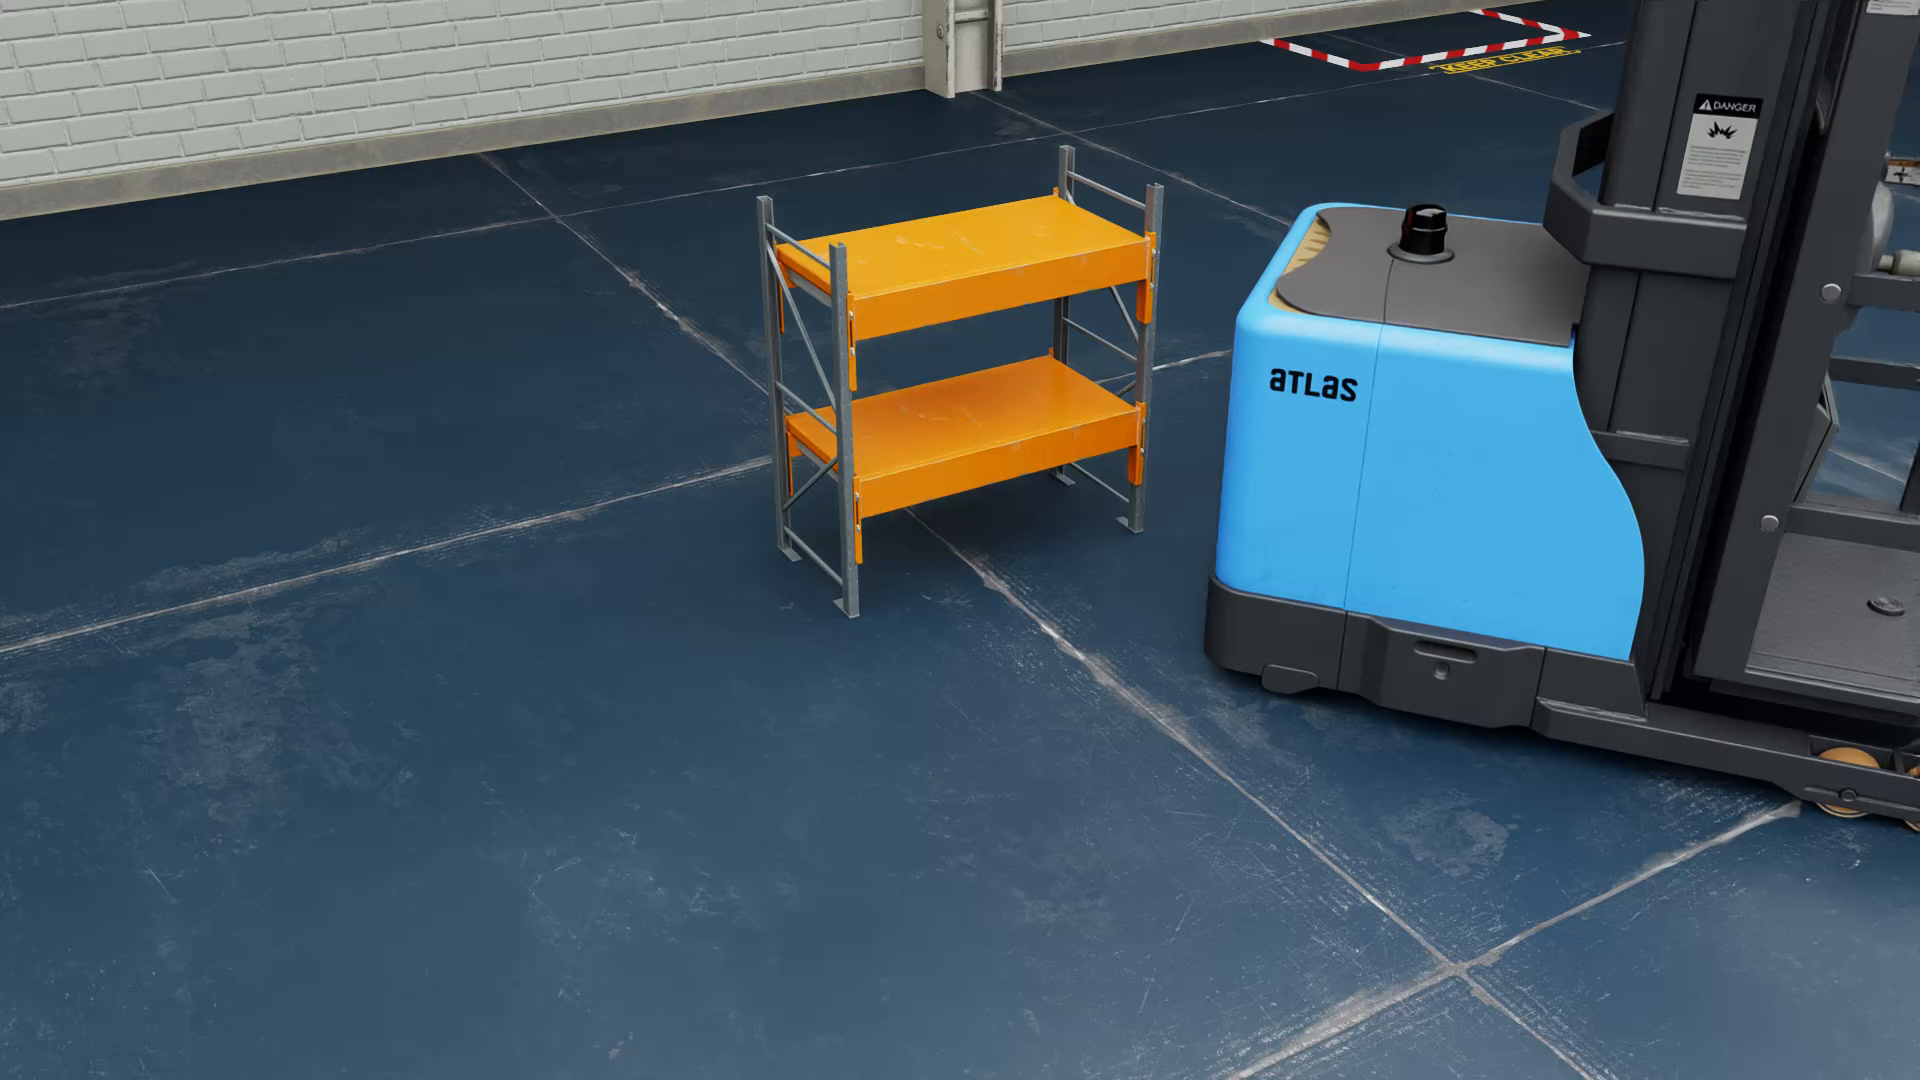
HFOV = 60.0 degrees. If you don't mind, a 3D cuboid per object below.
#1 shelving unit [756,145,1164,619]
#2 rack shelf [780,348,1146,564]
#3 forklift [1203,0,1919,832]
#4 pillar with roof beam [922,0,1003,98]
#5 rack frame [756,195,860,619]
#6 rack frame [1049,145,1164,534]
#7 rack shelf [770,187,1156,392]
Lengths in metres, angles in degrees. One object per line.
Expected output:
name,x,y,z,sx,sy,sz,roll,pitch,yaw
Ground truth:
shelving unit,0.006,-0.494,4.981,1.048,1.125,0.538,-16,33,-26
rack shelf,0.006,-0.280,5.099,1.000,0.278,0.538,-16,33,-26
forklift,2.238,-0.869,3.791,3.031,2.935,1.130,10,30,18
pillar with roof beam,2.196,-4.950,4.905,0.400,9.000,9.100,-16,33,-26
rack frame,-0.432,-0.370,4.756,0.032,1.125,0.500,-16,33,-26
rack frame,0.444,-0.619,5.207,0.032,1.125,0.500,-16,33,-26
rack shelf,0.006,-0.750,4.840,1.000,0.278,0.538,-16,33,-26
